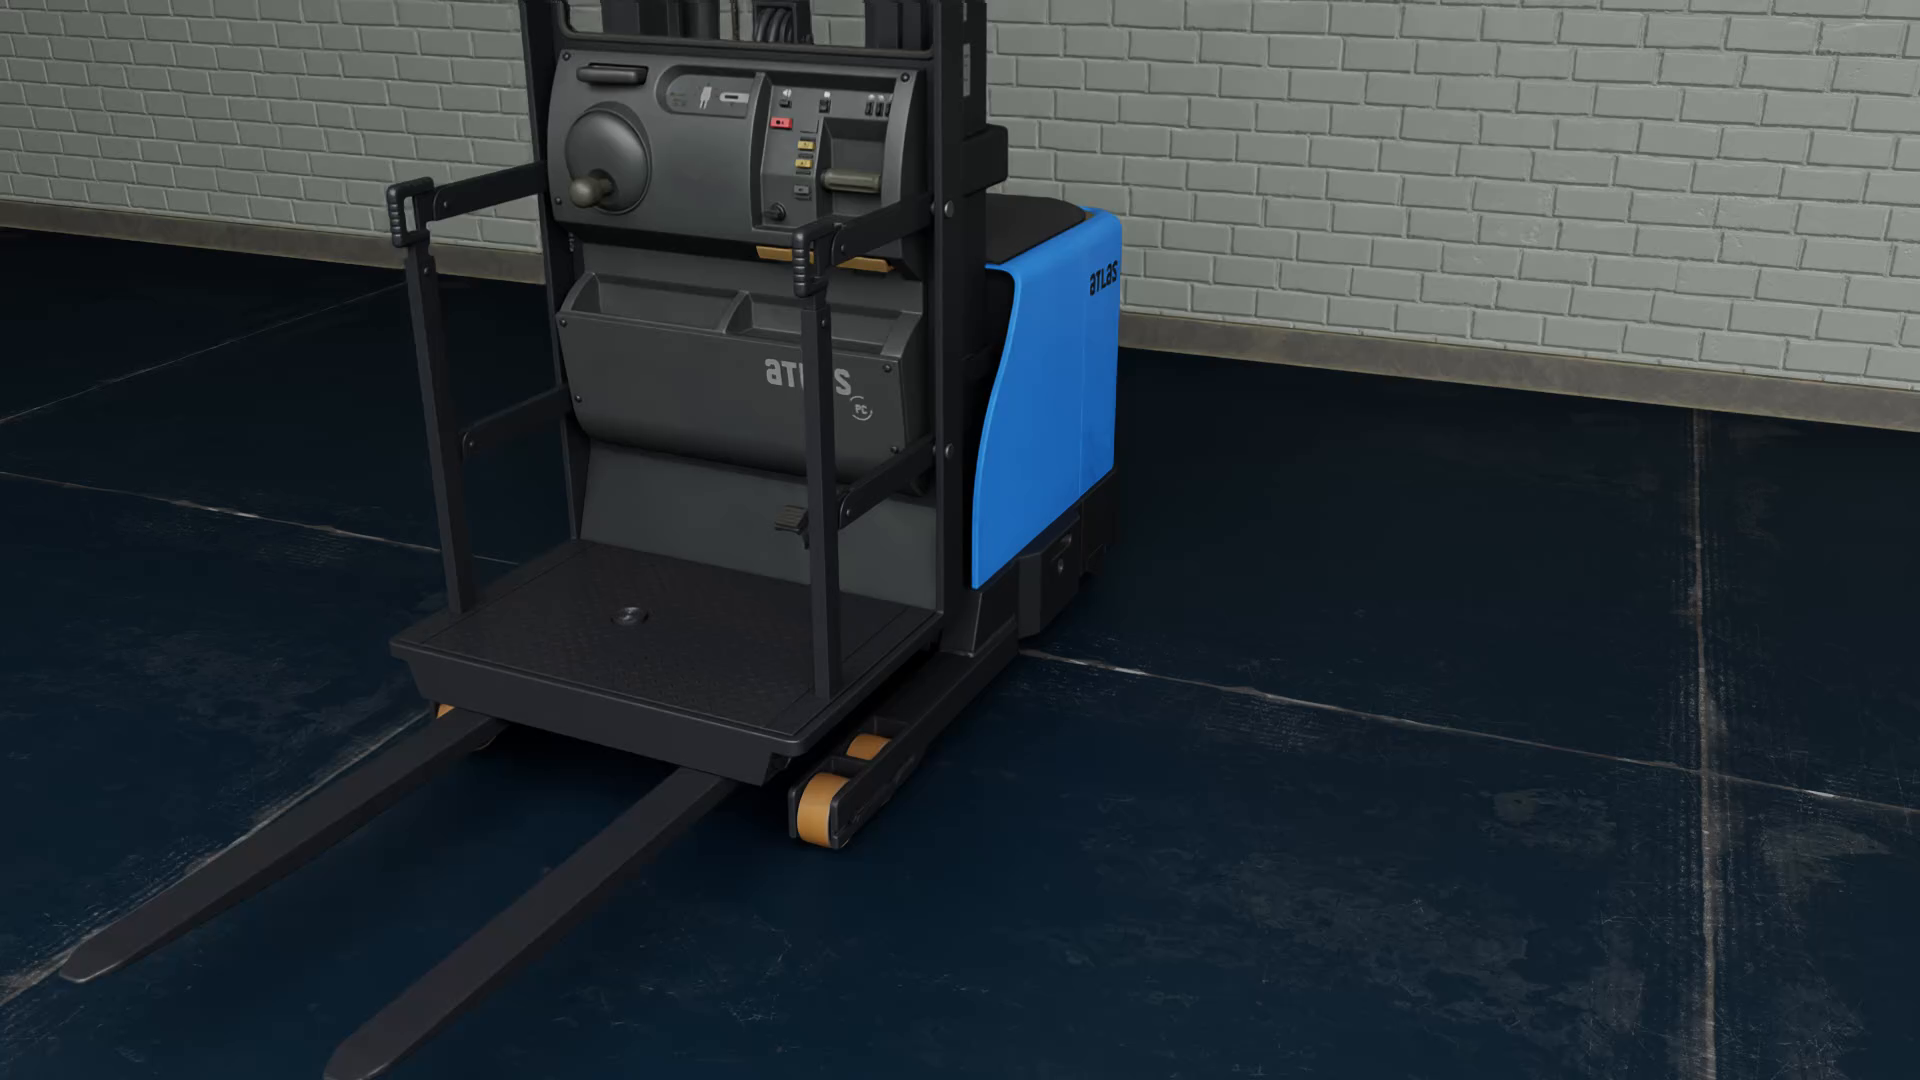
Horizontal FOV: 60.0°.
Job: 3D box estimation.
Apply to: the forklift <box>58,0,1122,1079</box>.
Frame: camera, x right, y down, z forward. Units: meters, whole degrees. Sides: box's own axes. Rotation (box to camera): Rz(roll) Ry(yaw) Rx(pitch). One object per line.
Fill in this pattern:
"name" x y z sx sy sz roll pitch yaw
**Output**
"forklift" -0.613 -0.869 3.527 1.130 2.935 3.031 10 25 23
